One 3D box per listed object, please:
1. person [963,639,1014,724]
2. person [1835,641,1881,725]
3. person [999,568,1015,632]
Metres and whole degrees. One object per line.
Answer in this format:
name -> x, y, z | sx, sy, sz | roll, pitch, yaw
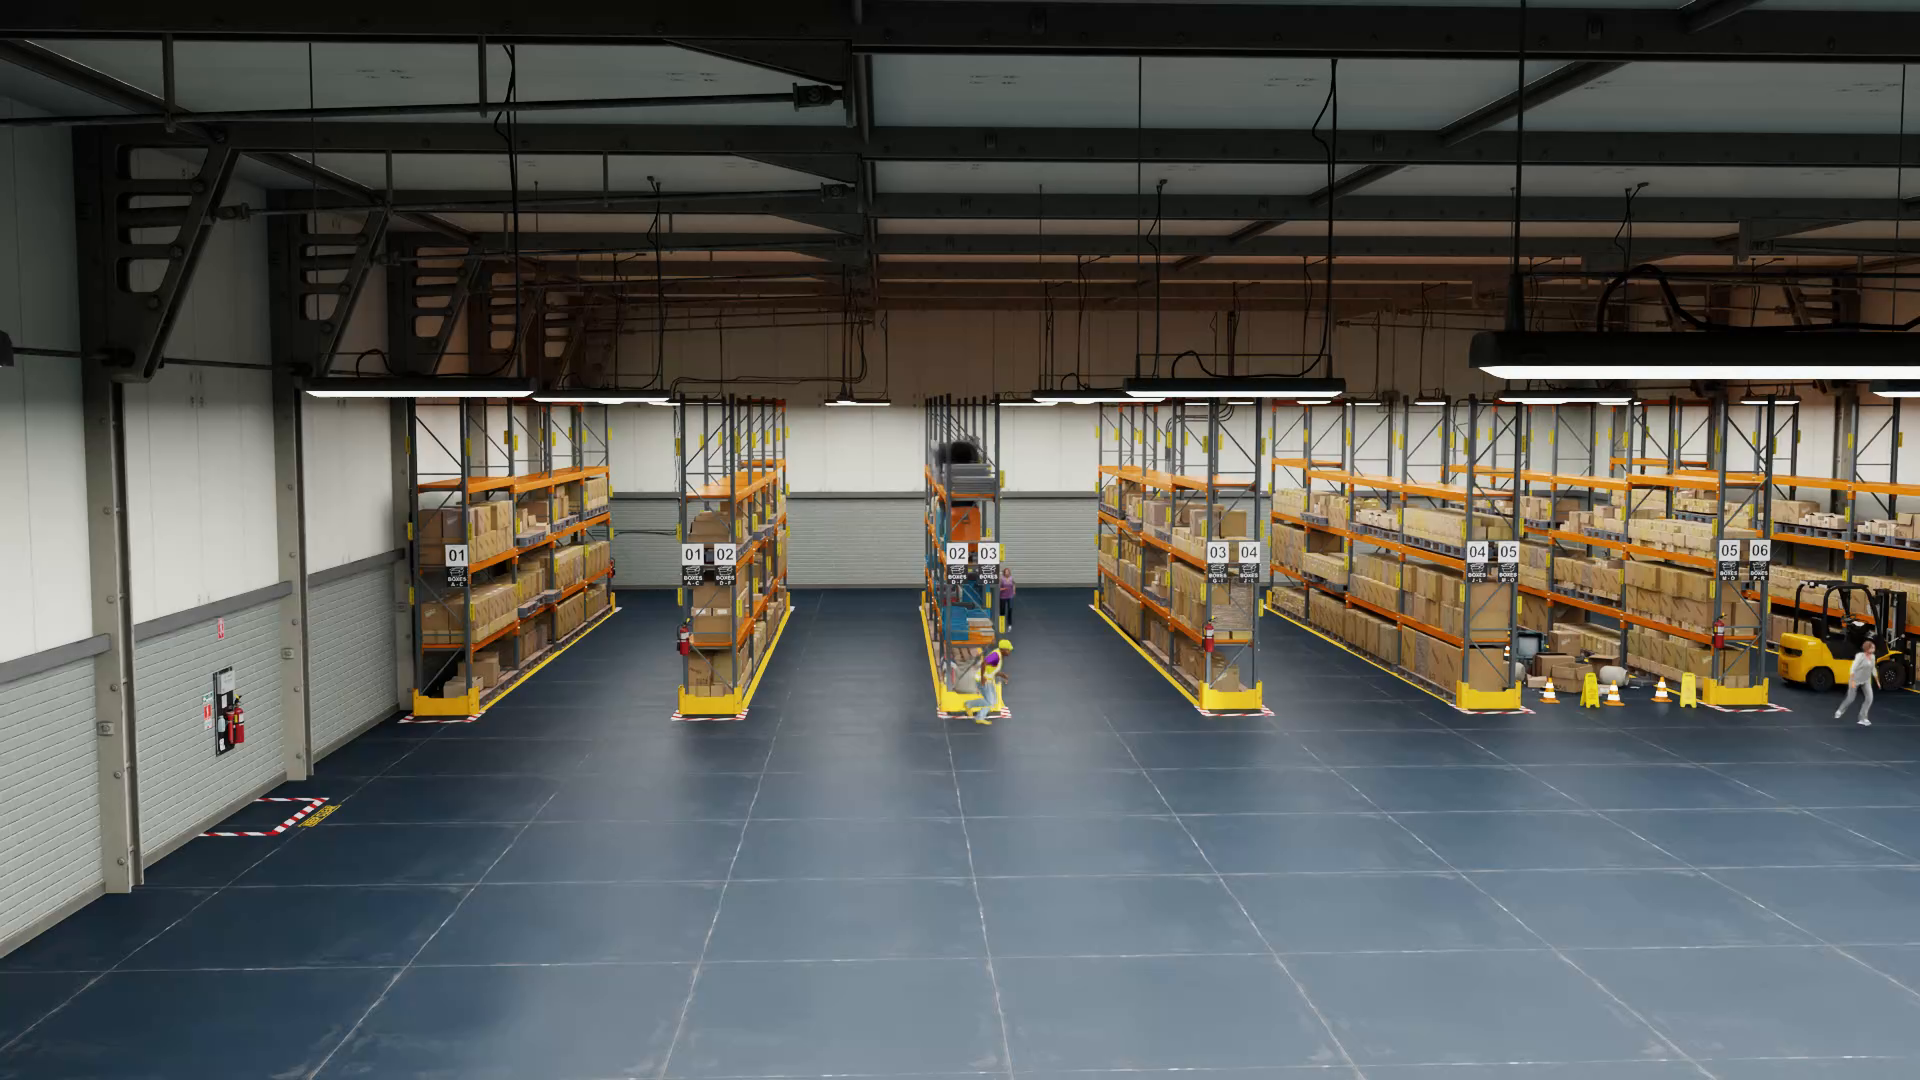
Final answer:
person -> 0.507, 2.575, 30.097 | 0.946, 1.567, 0.724 | 1, 5, 13
person -> 16.374, 2.578, 30.326 | 0.586, 1.518, 0.742 | -1, 5, -12
person -> 1.191, 1.519, 42.885 | 0.521, 1.626, 0.824 | -1, 5, -8
